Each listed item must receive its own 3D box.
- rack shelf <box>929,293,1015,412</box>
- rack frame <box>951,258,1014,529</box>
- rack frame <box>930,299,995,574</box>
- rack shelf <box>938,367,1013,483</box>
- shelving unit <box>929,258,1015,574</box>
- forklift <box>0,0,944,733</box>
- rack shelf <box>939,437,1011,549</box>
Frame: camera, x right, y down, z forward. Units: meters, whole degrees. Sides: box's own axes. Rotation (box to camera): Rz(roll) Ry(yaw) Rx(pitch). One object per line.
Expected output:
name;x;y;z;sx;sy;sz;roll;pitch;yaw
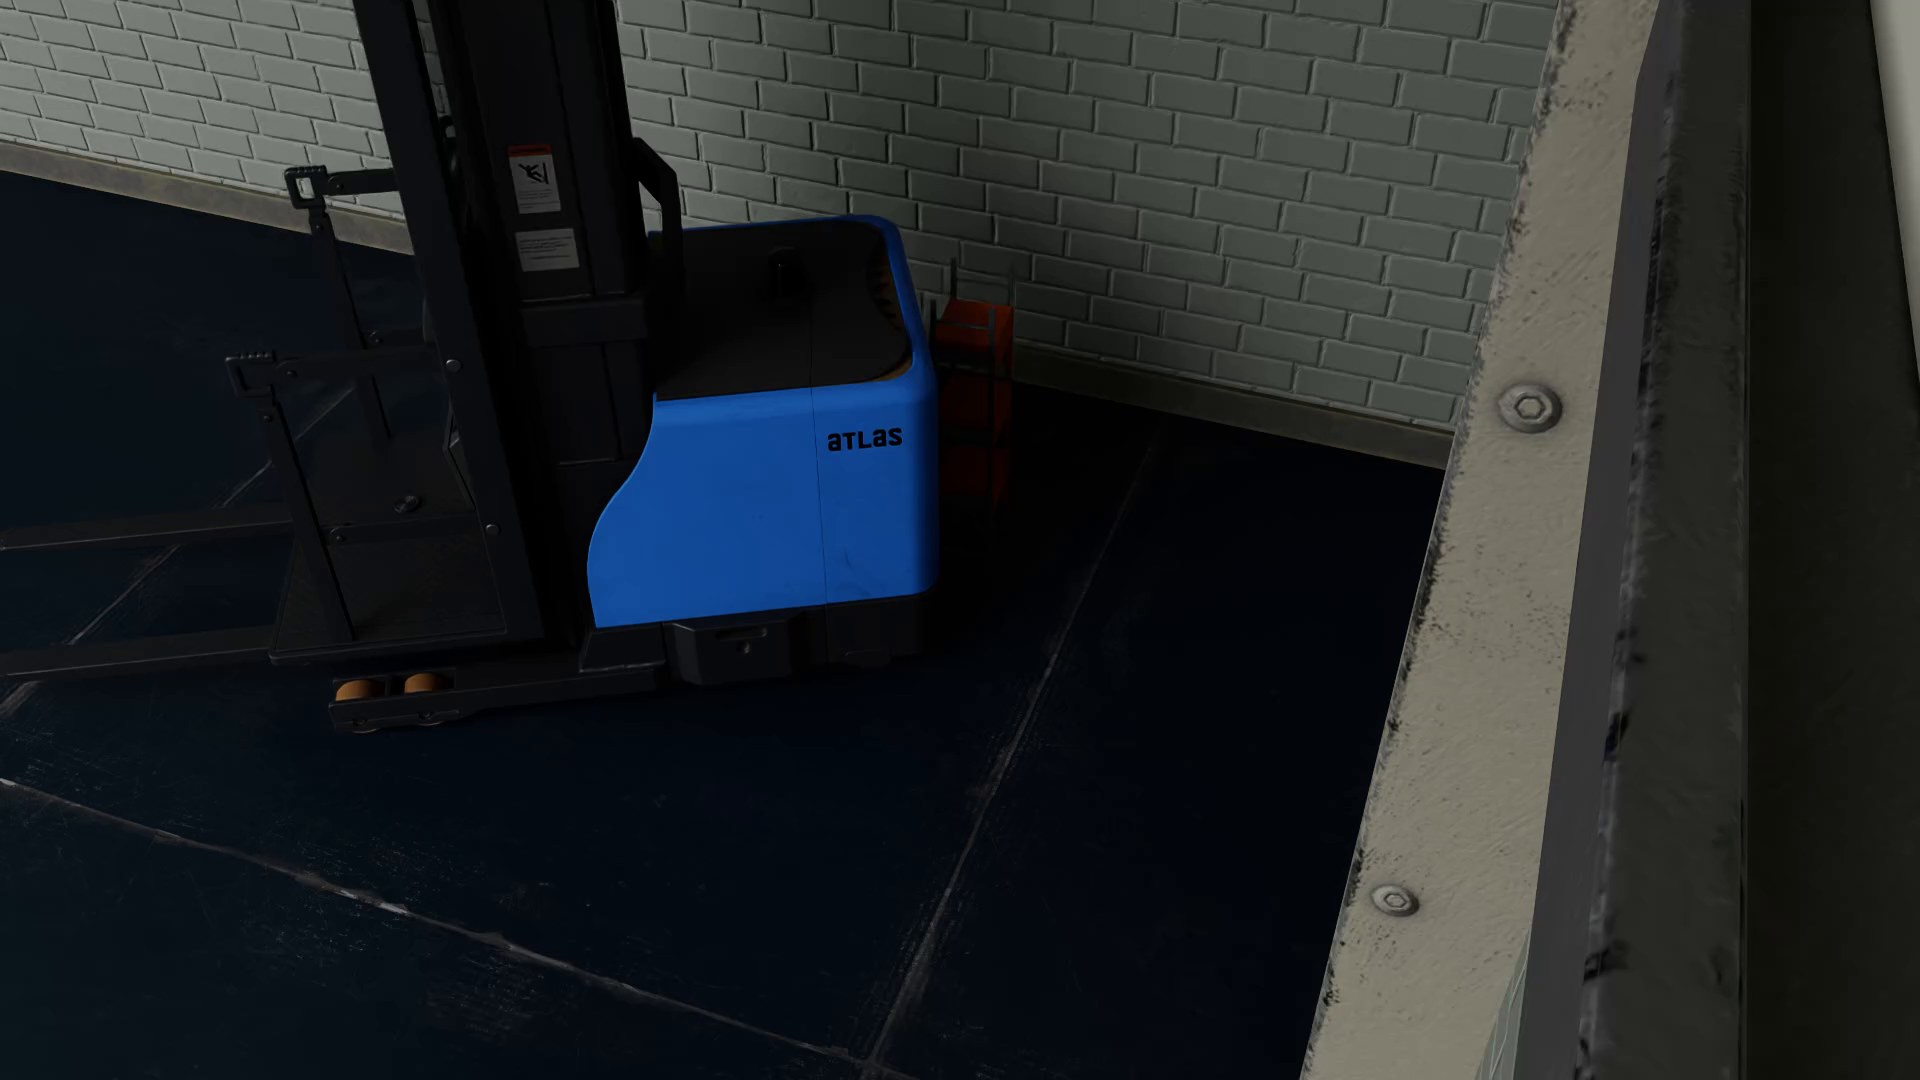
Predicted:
rack shelf;0.038;-0.589;5.210;0.215;0.259;0.240;10;41;11
rack frame;0.069;-0.457;5.477;0.200;1.050;0.008;10;41;11
rack frame;0.007;-0.304;5.298;0.200;1.050;0.008;10;41;11
rack shelf;0.038;-0.373;5.394;0.215;0.259;0.240;10;41;11
shelving unit;0.038;-0.381;5.387;0.215;1.050;0.252;10;41;11
forklift;-1.613;-0.897;4.543;3.031;2.935;1.130;-6;41;-7
rack shelf;0.038;-0.161;5.575;0.215;0.259;0.240;10;41;11
